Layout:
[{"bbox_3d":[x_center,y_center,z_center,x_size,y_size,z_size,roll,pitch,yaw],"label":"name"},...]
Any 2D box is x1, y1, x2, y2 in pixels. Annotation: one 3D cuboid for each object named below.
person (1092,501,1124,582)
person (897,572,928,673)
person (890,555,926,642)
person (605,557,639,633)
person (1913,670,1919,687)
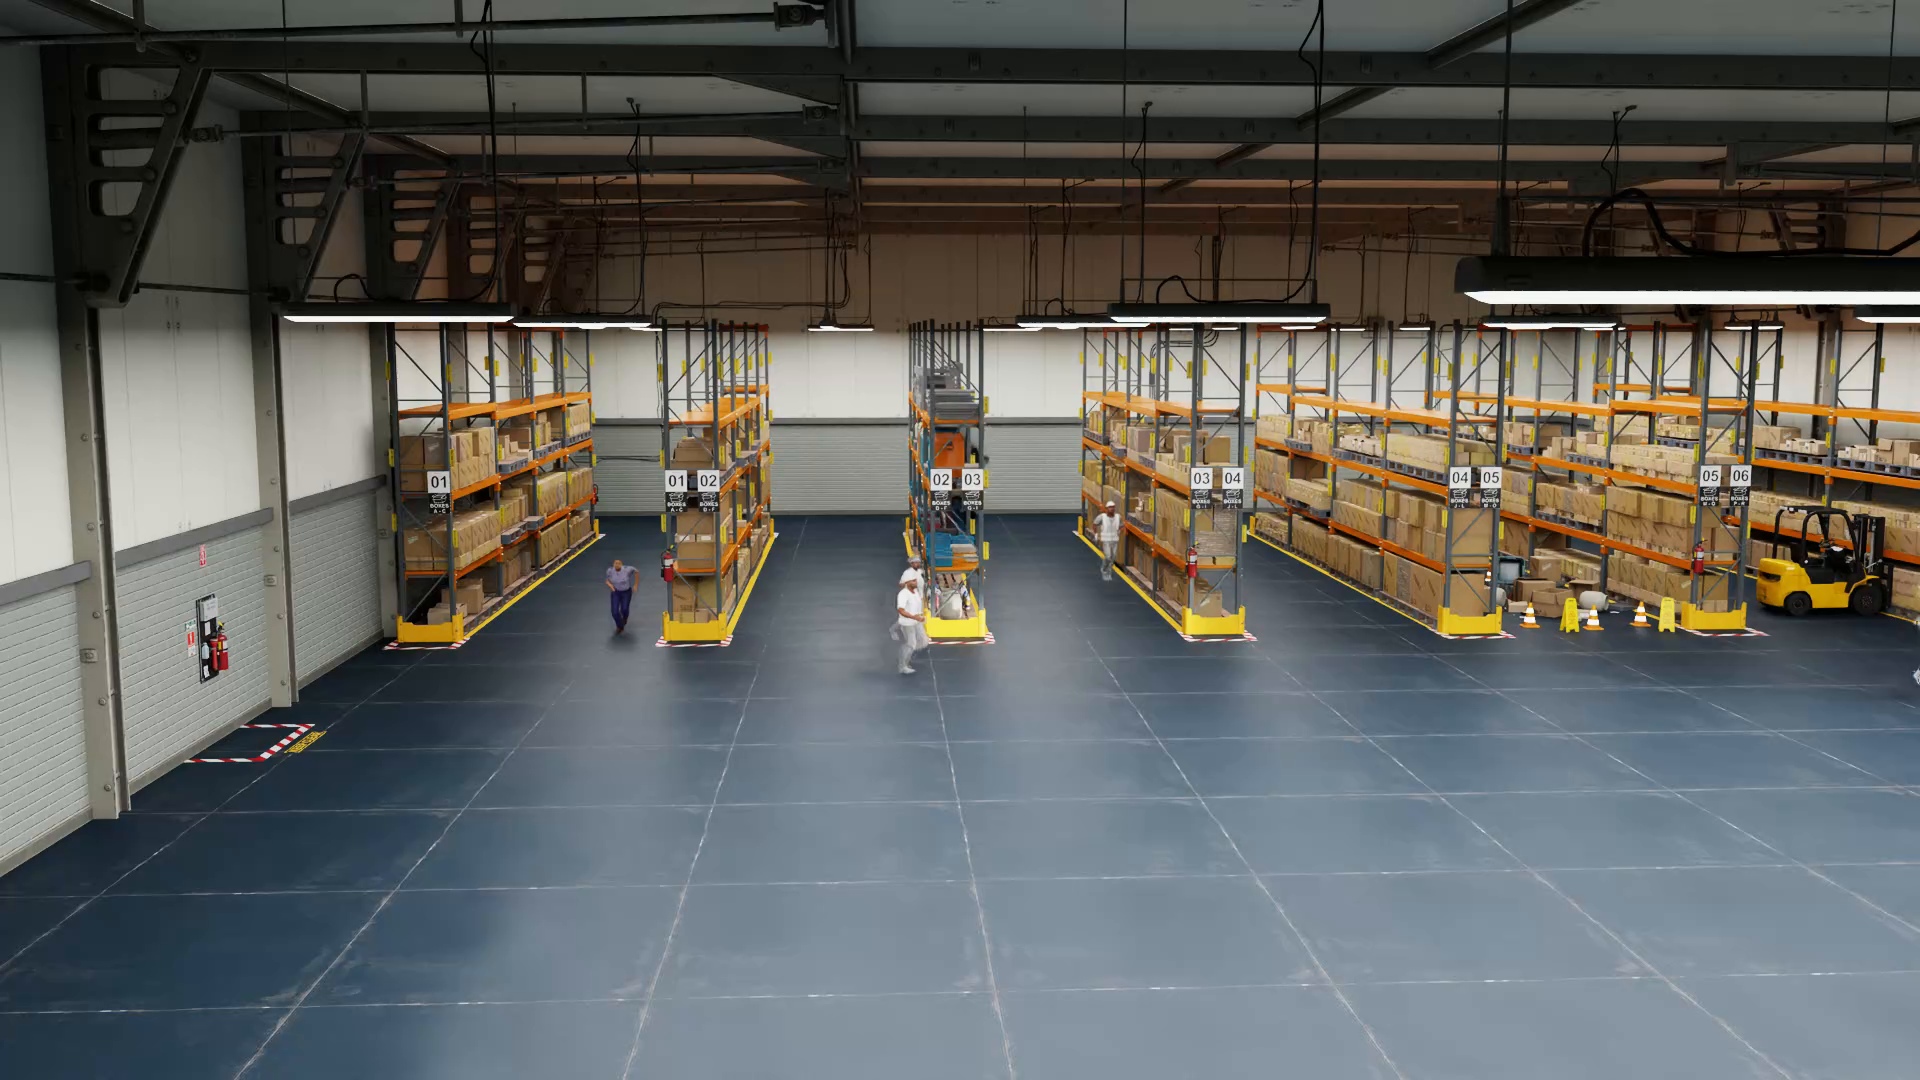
[{"bbox_3d":[3.311,0.041,36.631,0.668,1.781,0.634,-2,7,-14],"label":"person"},{"bbox_3d":[-0.786,1.397,28.067,0.593,1.723,0.746,3,8,26],"label":"person"},{"bbox_3d":[-0.889,1.101,30.709,0.604,1.692,0.852,-6,9,-41],"label":"person"},{"bbox_3d":[-6.458,1.060,31.810,0.620,1.510,0.750,0,7,-3],"label":"person"},{"bbox_3d":[15.277,1.681,25.904,0.748,1.751,0.661,6,10,42],"label":"person"}]
